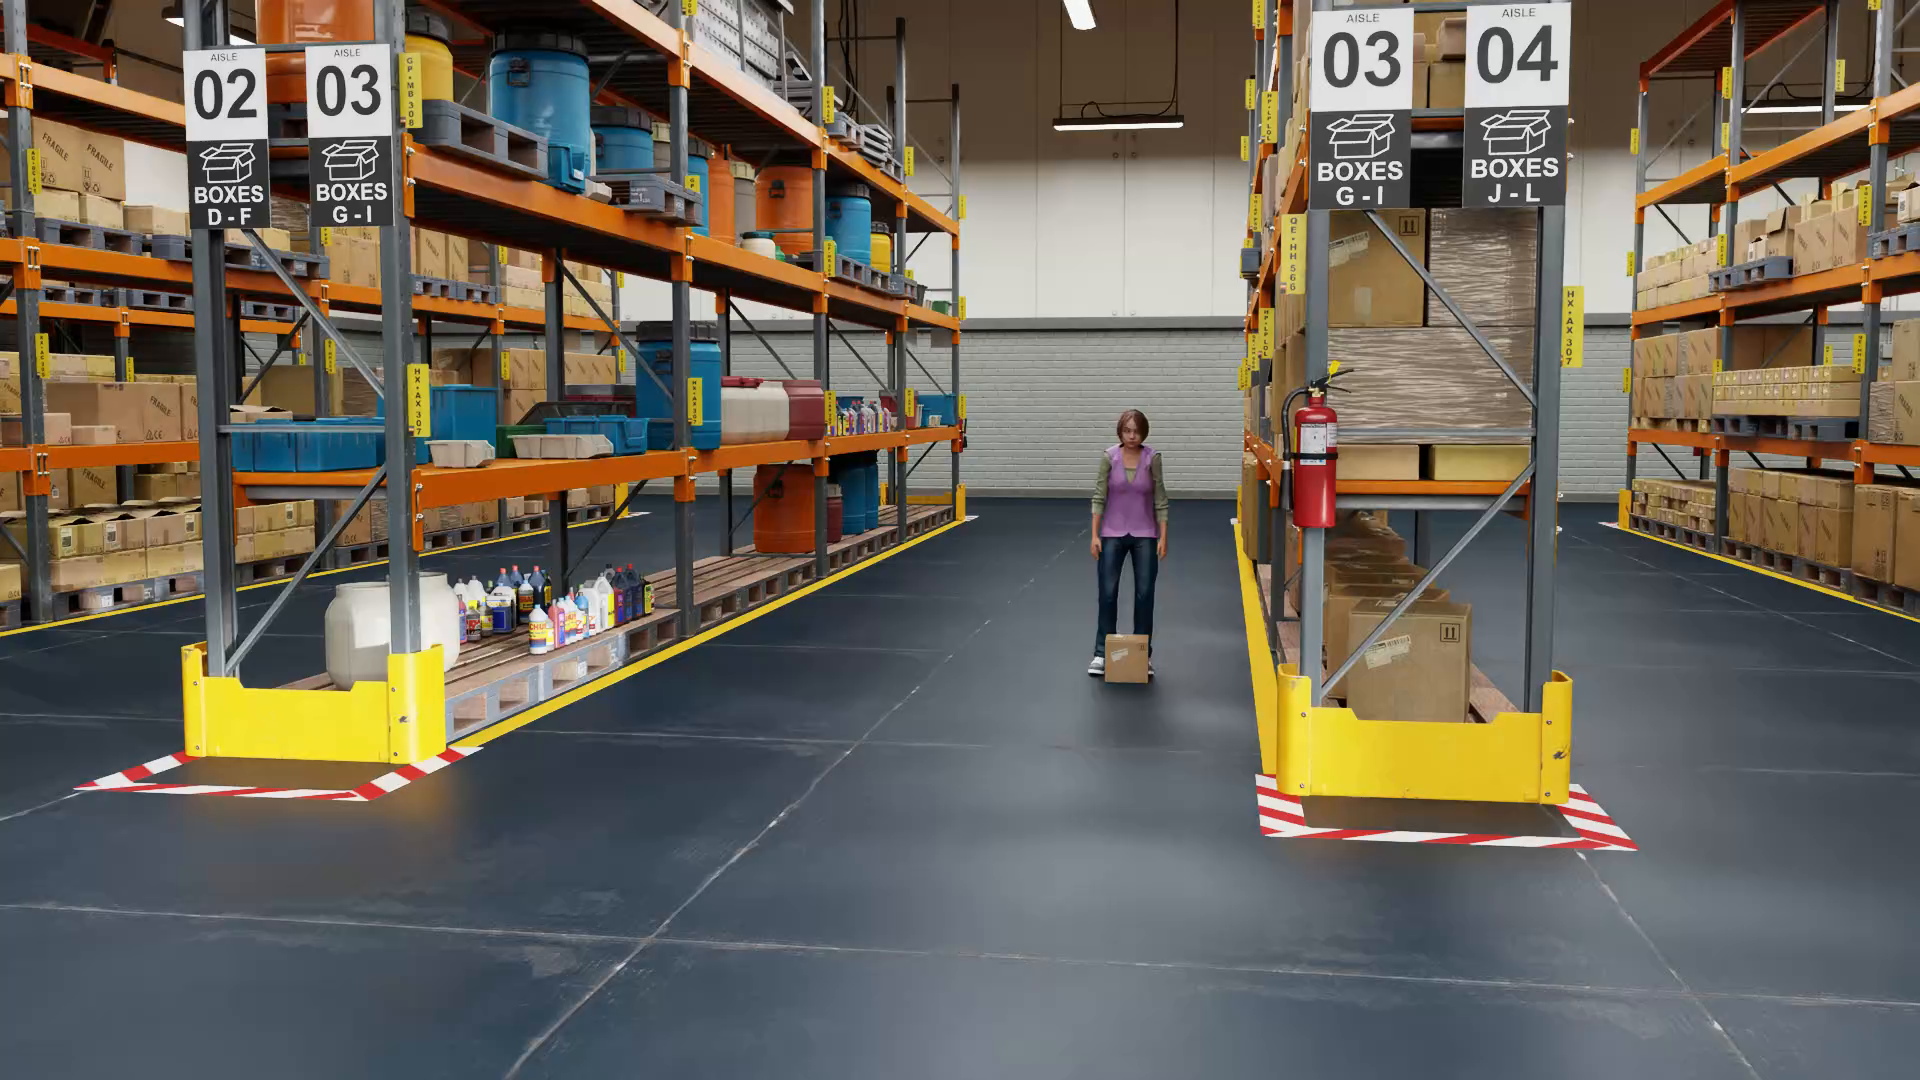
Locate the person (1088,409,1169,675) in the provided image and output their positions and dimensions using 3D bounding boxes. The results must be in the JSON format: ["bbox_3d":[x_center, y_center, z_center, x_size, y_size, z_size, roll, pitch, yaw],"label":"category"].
[{"bbox_3d":[1.016,0.011,9.994,0.473,1.593,0.349,1,5,8],"label":"person"}]
